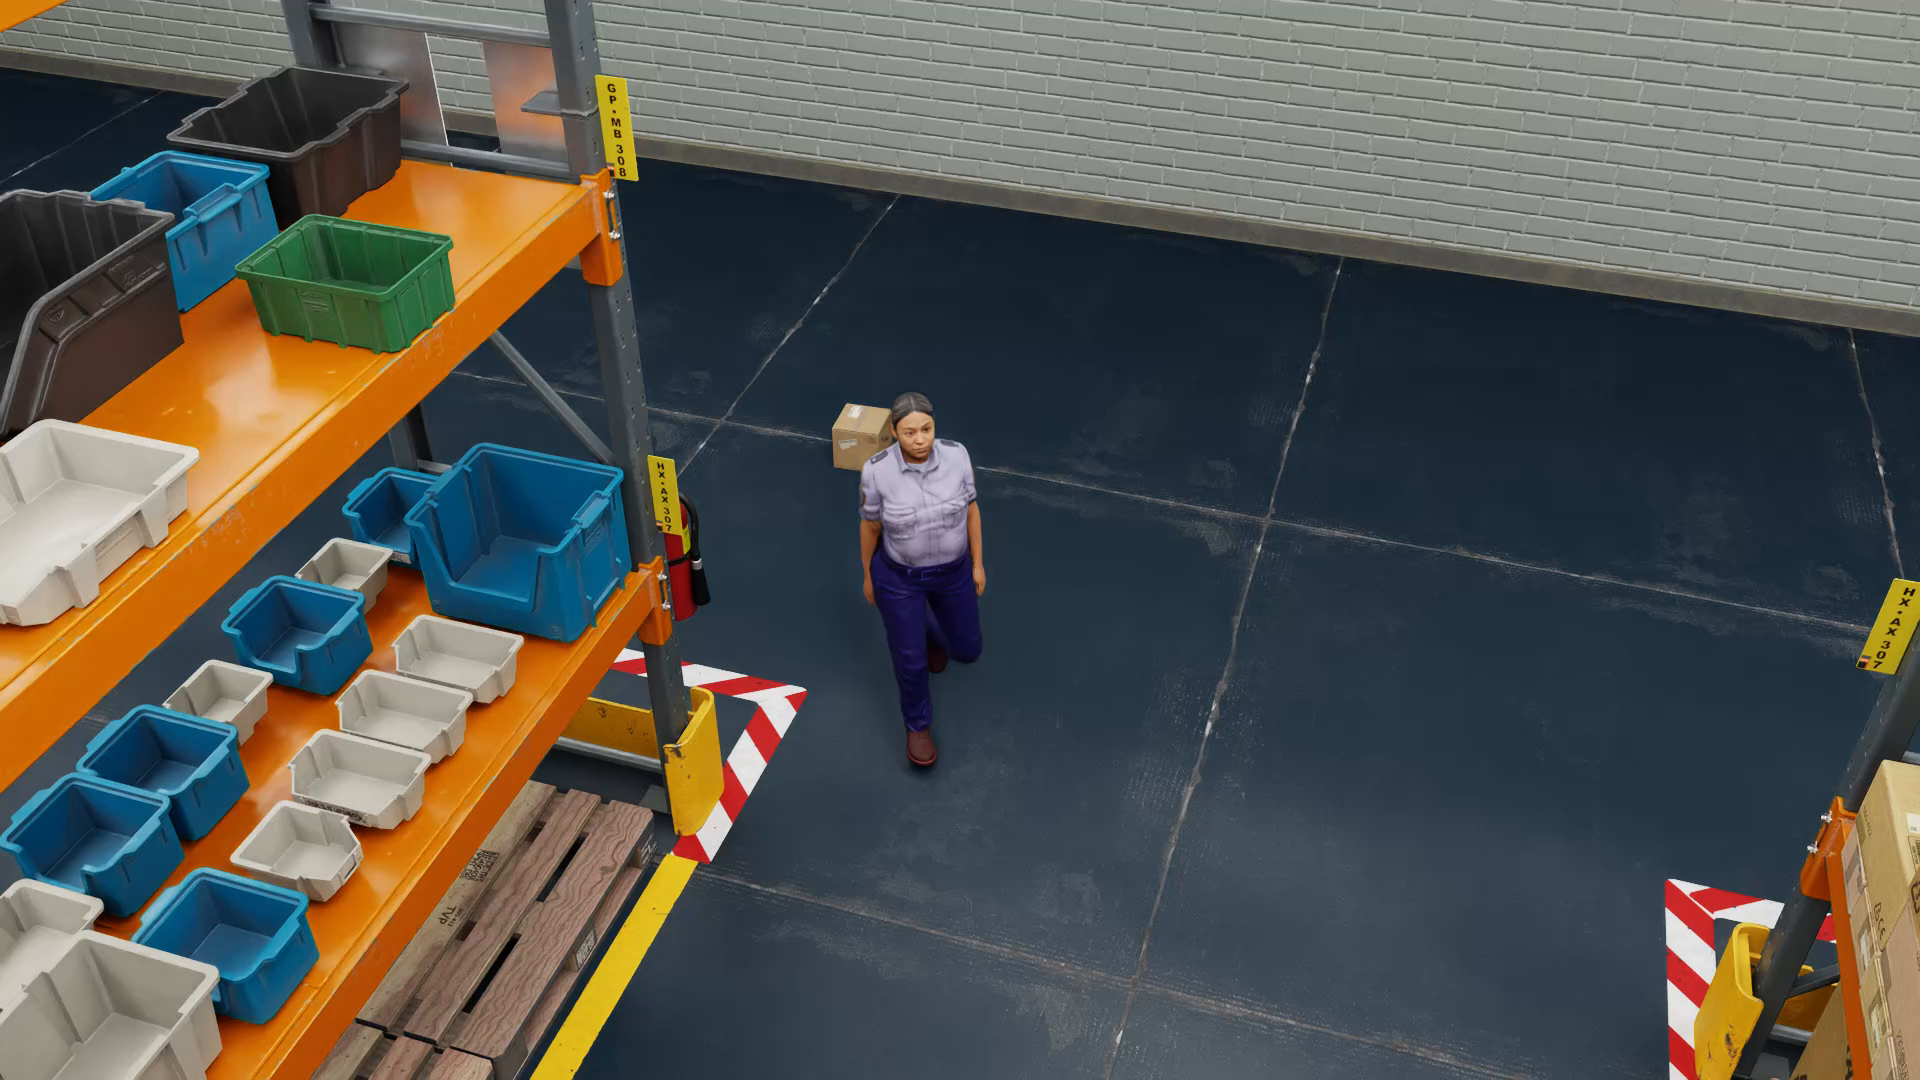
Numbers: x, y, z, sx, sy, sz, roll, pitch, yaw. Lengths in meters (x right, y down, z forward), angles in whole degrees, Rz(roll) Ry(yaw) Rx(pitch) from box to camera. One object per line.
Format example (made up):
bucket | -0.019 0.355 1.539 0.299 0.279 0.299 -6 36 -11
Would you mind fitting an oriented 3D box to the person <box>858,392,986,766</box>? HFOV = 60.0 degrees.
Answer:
person | -0.150 0.111 6.729 0.498 1.606 0.662 -10 38 -13
